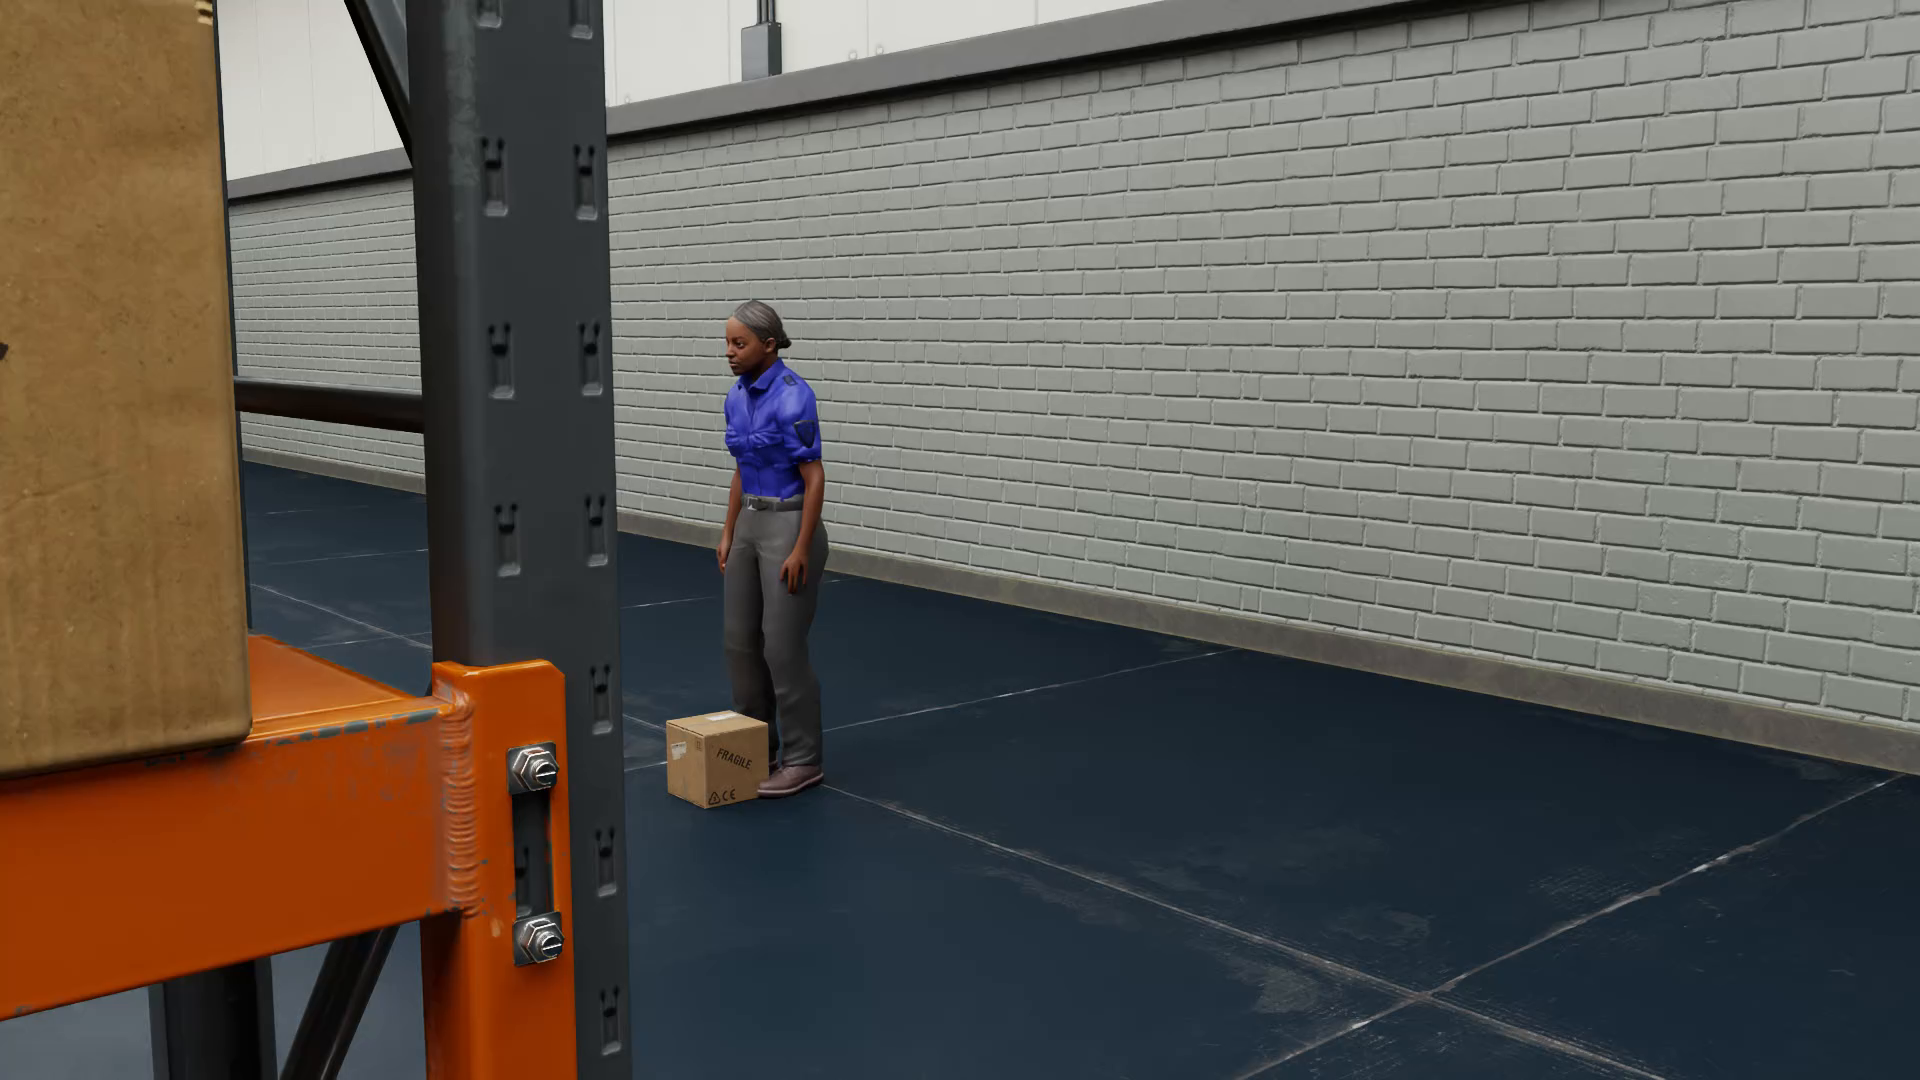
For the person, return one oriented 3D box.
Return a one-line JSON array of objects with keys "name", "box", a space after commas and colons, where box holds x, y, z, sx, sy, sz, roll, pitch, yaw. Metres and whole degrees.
[{"name": "person", "box": [-0.651, 0.018, 5.668, 0.347, 1.655, 0.507, -7, 10, -41]}]
